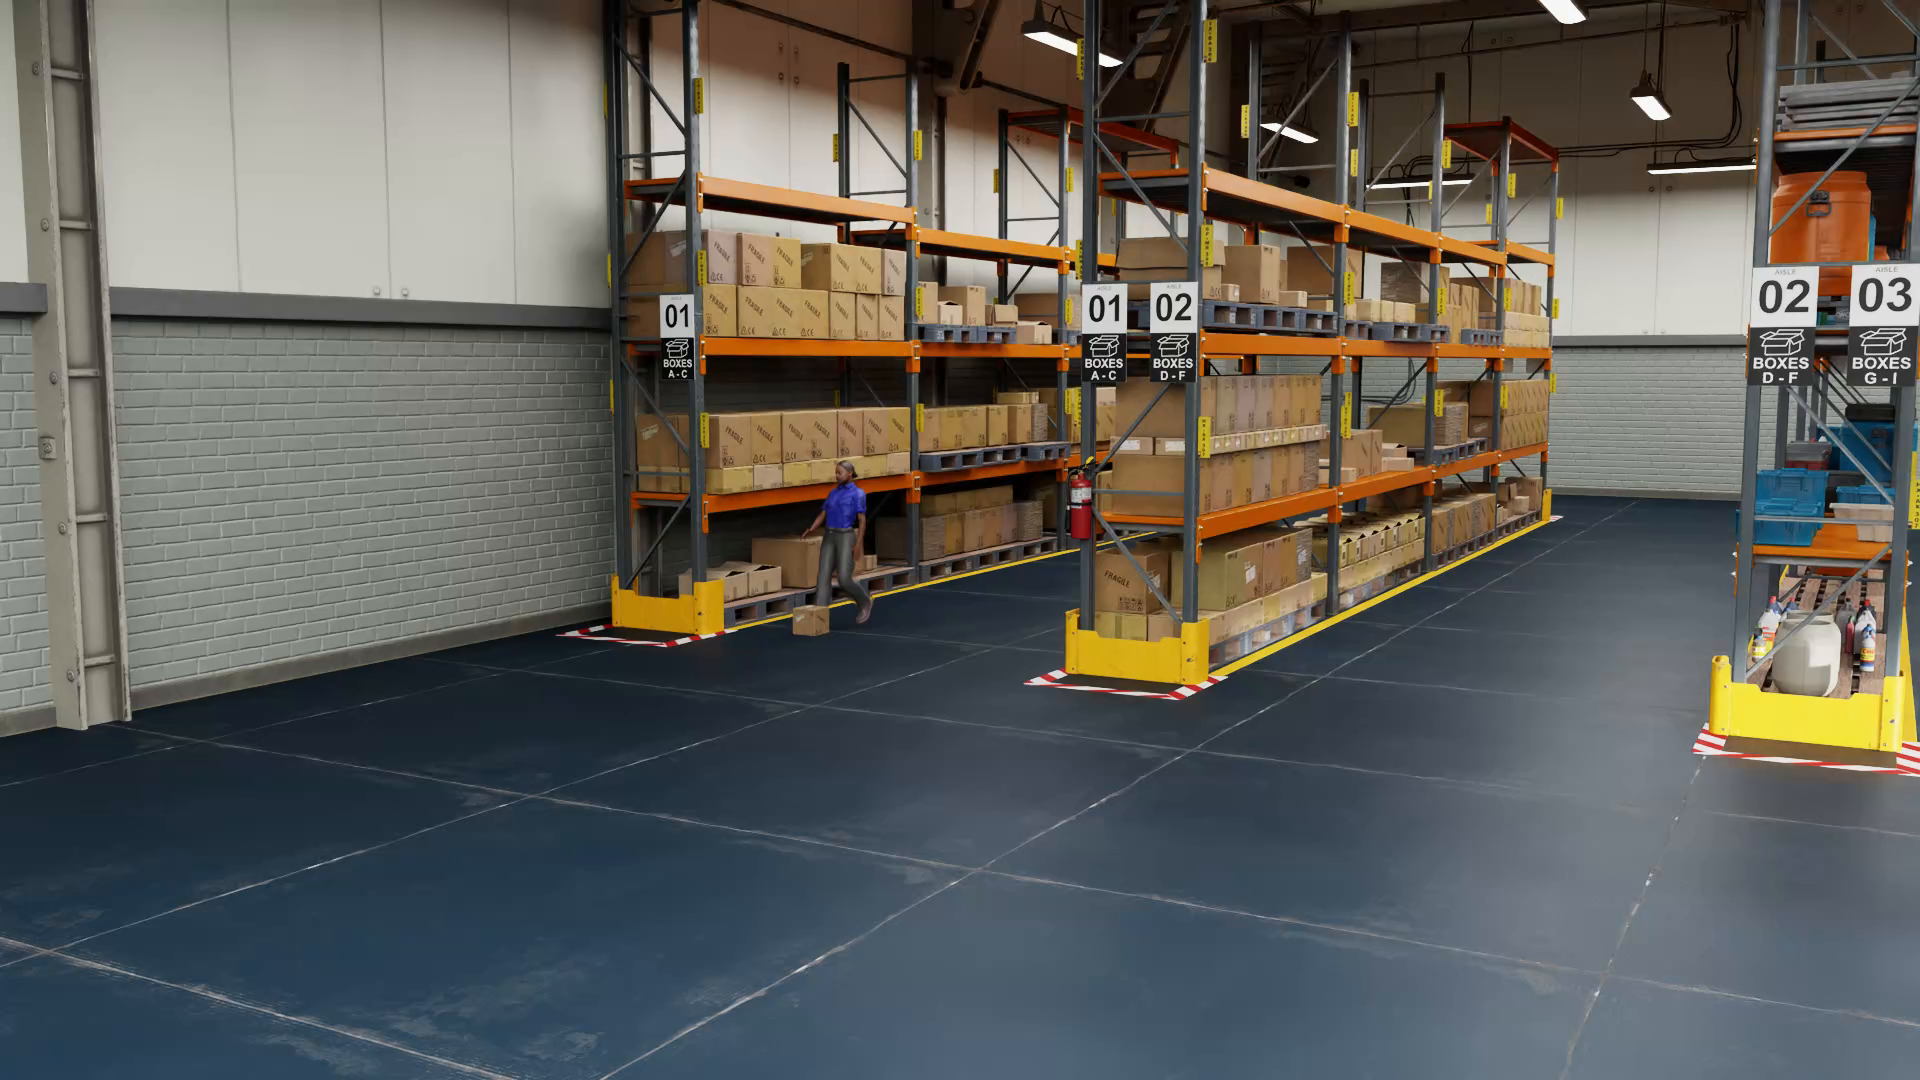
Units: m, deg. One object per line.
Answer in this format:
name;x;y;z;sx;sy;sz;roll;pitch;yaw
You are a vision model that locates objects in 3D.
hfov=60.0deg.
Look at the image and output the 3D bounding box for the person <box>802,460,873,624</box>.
person;-1.217;0.037;16.122;0.524;1.599;0.795;5;8;39
